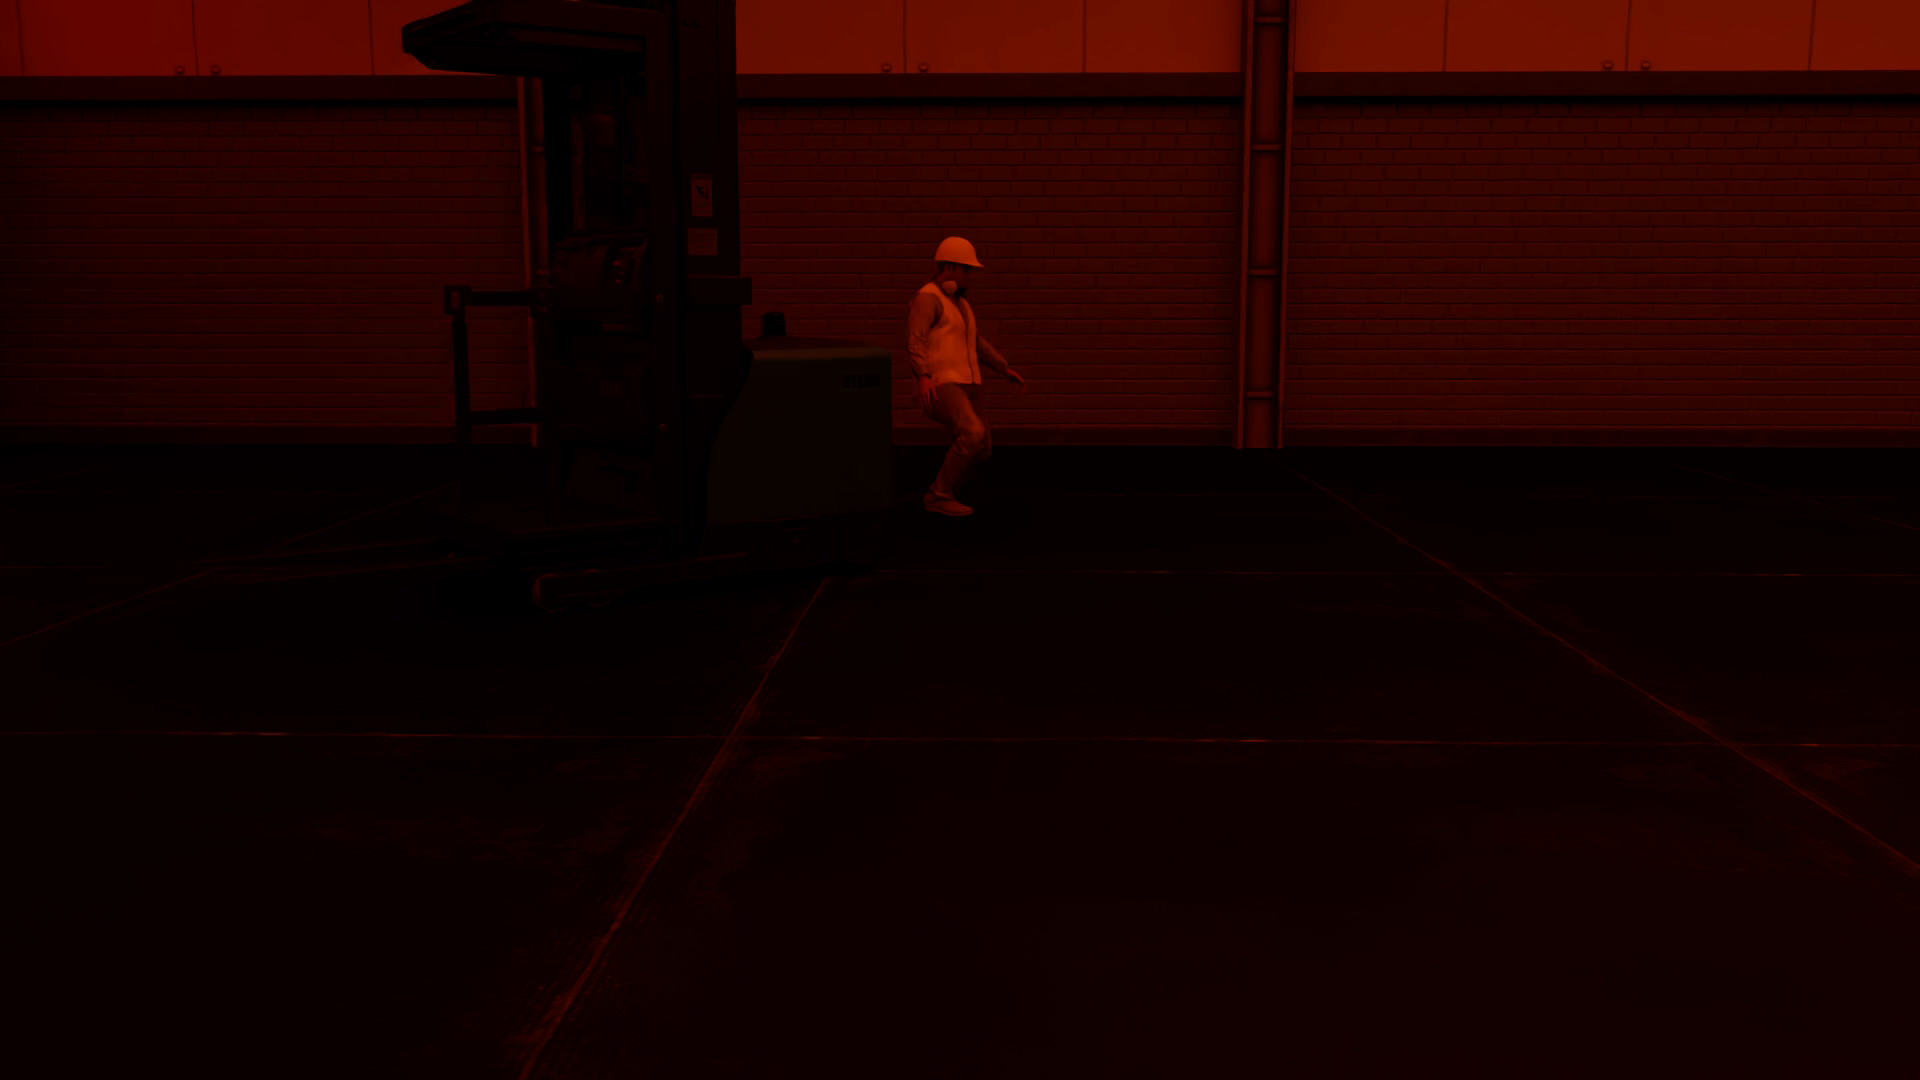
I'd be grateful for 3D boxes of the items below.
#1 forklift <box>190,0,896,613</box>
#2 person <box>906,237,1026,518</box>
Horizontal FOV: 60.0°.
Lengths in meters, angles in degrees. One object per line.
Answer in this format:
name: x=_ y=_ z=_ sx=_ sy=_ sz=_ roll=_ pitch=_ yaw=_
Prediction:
forklift: x=-1.794 y=-1.233 z=7.368 sx=3.031 sy=2.935 sz=1.130 roll=-6 pitch=11 yaw=-36
person: x=-0.010 y=-0.909 z=9.601 sx=0.673 sy=1.656 sz=0.938 roll=5 pitch=10 yaw=28
